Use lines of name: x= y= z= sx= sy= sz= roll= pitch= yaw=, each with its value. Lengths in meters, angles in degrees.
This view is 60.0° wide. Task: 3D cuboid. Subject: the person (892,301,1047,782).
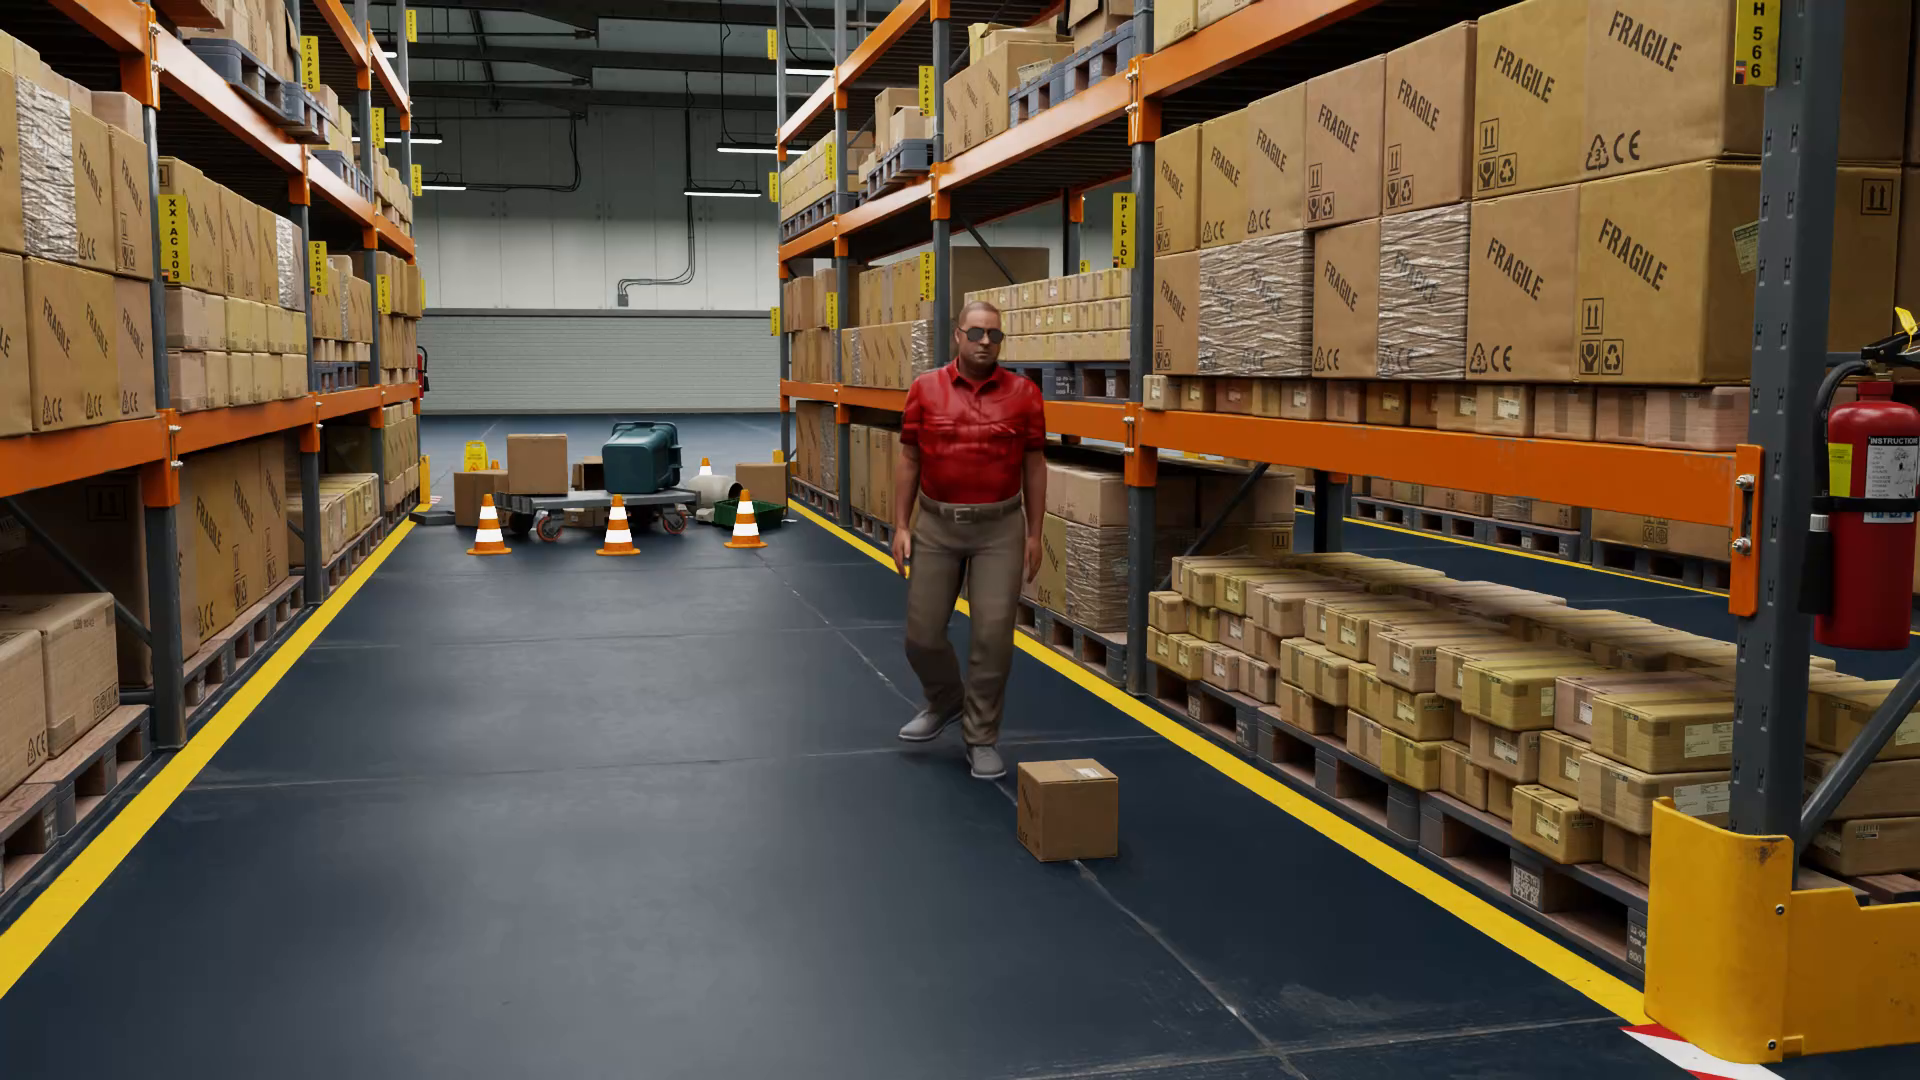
person: x=0.038 y=-0.013 z=6.184 sx=0.566 sy=1.730 sz=0.588 roll=0 pitch=6 yaw=2
